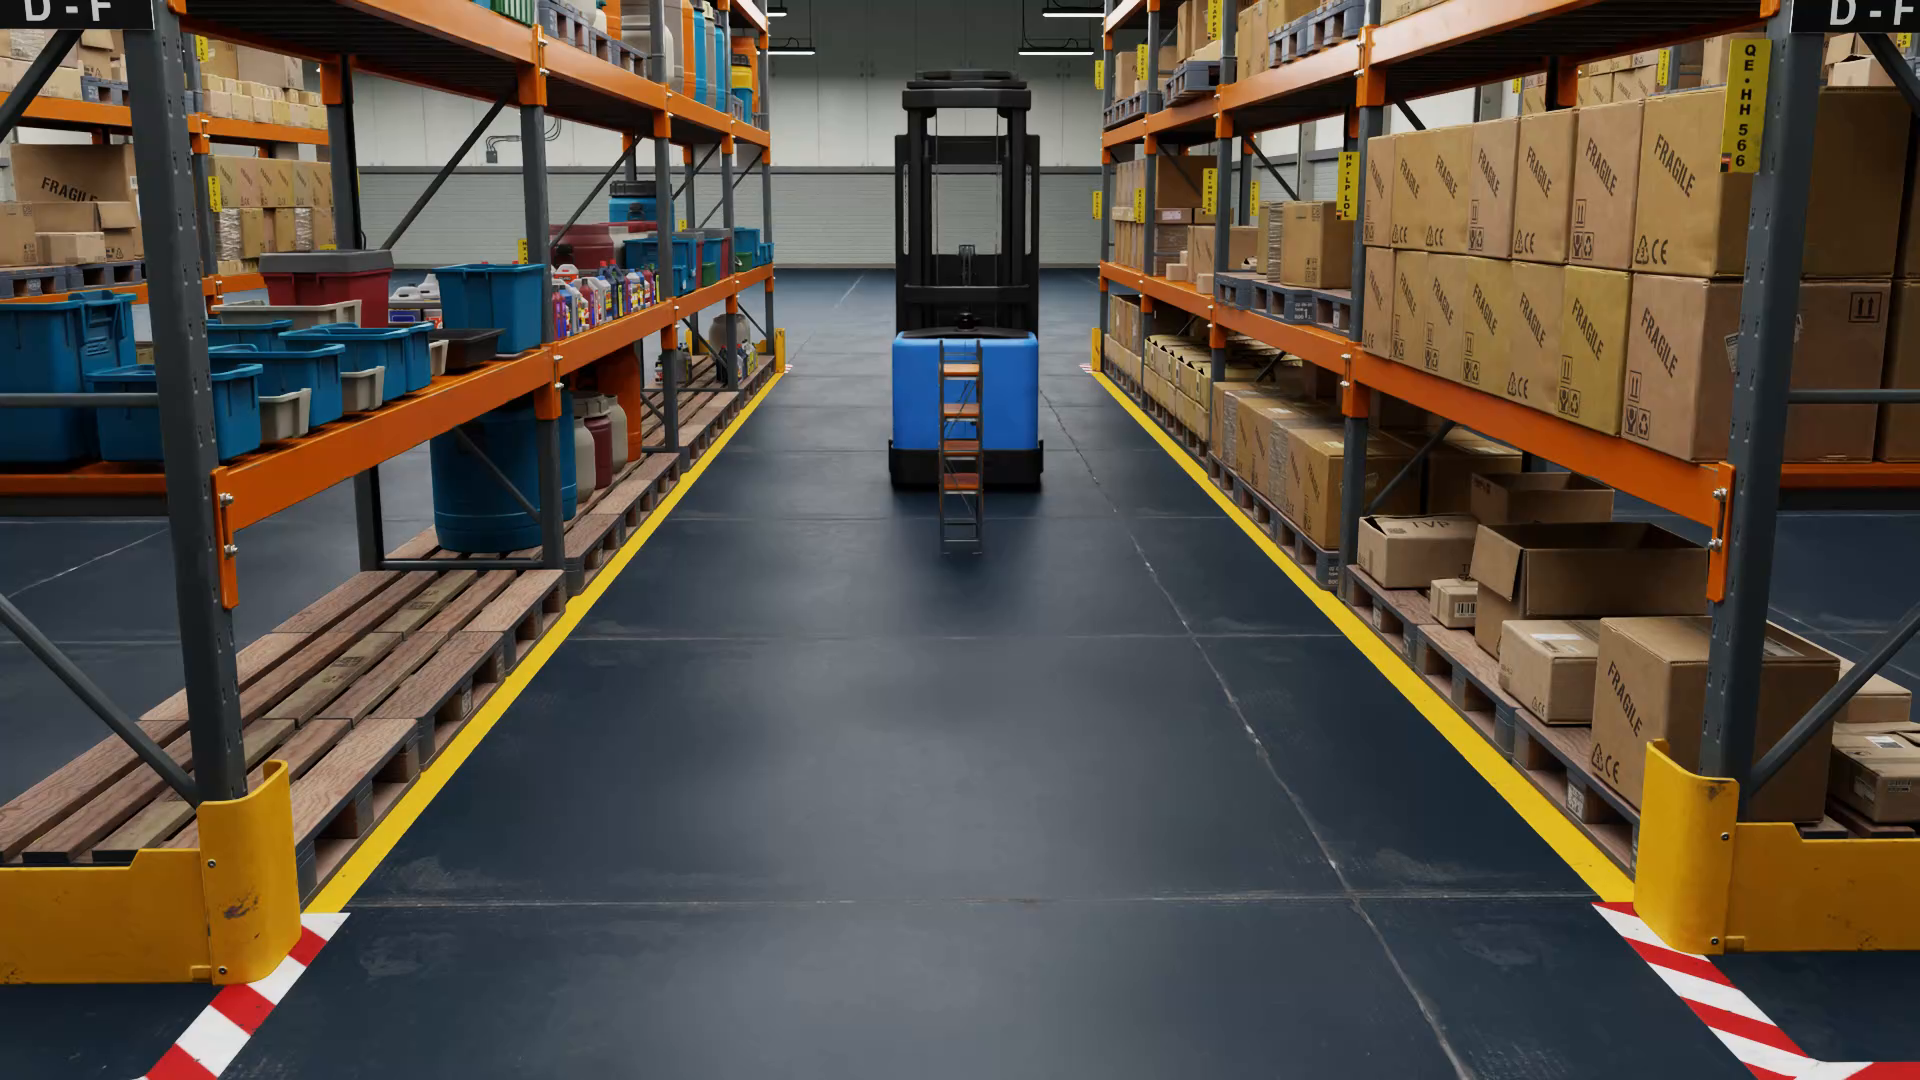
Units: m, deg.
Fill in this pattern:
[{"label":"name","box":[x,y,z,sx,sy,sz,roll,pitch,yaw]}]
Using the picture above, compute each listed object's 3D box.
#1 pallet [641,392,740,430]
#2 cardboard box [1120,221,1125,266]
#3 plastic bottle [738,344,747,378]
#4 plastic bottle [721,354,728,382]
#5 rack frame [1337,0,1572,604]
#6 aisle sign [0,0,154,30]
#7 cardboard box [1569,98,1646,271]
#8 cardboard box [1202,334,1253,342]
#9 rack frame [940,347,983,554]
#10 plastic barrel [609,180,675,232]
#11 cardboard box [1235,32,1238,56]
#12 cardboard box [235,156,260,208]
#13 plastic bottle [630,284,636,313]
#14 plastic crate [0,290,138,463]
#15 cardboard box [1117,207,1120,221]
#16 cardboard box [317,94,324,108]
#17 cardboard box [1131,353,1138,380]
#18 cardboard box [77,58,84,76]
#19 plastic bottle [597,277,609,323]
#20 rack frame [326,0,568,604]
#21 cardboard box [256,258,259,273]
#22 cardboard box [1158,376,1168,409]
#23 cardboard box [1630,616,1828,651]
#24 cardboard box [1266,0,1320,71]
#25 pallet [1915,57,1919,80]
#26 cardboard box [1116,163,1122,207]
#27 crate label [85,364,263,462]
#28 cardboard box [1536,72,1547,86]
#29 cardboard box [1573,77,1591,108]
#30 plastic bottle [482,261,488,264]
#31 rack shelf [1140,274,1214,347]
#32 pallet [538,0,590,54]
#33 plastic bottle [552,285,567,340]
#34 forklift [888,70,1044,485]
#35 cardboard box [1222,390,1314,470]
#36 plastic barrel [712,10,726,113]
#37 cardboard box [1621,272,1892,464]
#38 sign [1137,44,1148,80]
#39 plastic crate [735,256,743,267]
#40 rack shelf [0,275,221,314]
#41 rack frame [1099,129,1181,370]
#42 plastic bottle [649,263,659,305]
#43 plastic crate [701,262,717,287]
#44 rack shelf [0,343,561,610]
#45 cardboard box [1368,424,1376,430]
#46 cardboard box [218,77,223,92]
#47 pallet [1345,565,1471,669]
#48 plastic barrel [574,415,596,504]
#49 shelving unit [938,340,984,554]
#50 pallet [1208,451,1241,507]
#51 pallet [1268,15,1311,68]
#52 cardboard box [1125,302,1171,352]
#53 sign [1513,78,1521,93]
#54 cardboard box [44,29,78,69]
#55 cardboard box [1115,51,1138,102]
[{"label":"pallet","box":[-2.617,-1.209,15.487,1.003,0.211,1.213,0,11,-1]},{"label":"cardboard box","box":[2.210,-3.398,19.012,0.700,0.500,0.500,0,11,0]},{"label":"plastic bottle","box":[-2.278,-1.848,17.182,0.144,0.351,0.185,-1,11,-4]},{"label":"plastic bottle","box":[-2.381,-1.744,16.839,0.061,0.283,0.133,0,11,-1]},{"label":"rack frame","box":[2.446,-1.161,8.236,1.000,3.000,0.127,0,11,-1]},{"label":"aisle sign","box":[-2.126,-1.607,3.897,0.394,0.787,0.004,0,11,-1]},{"label":"cardboard box","box":[2.233,-1.092,5.133,0.500,0.500,0.500,0,11,0]},{"label":"cardboard box","box":[2.575,-1.805,15.860,0.500,0.311,0.500,0,11,-1]},{"label":"rack frame","box":[0.008,-0.507,9.539,0.240,1.200,0.015,0,11,-1]},{"label":"plastic barrel","box":[-2.967,-2.899,15.543,0.600,0.901,0.708,0,11,-1]},{"label":"cardboard box","box":[2.297,-3.648,12.274,0.500,0.250,0.500,-1,12,-5]},{"label":"cardboard box","box":[-7.391,-3.586,16.675,0.500,0.500,0.500,0,11,-1]},{"label":"plastic bottle","box":[-2.154,-1.575,10.779,0.097,0.201,0.097,0,11,0]},{"label":"plastic crate","box":[-2.618,-0.458,4.535,0.616,0.435,0.499,0,11,-1]},{"label":"cardboard box","box":[2.002,-3.732,19.028,0.380,0.149,0.250,0,11,-1]},{"label":"cardboard box","box":[-7.386,-4.938,18.685,0.380,0.149,0.250,-1,11,-4]},{"label":"cardboard box","box":[2.052,-1.800,17.246,0.500,0.250,0.500,0,11,-1]},{"label":"cardboard box","box":[-7.485,-3.900,13.726,0.380,0.166,0.250,-1,11,-3]},{"label":"plastic bottle","box":[-2.134,-1.425,9.862,0.097,0.271,0.097,0,11,0]},{"label":"rack frame","box":[-2.507,-1.141,8.139,1.000,3.000,0.127,0,11,-1]},{"label":"cardboard box","box":[-7.331,-2.831,17.100,0.380,0.149,0.250,0,11,-1]},{"label":"cardboard box","box":[2.064,-1.323,14.898,0.500,0.250,0.500,-1,11,-3]},{"label":"cardboard box","box":[2.780,0.458,6.065,0.500,0.250,0.500,0,11,-1]},{"label":"cardboard box","box":[2.427,-3.184,10.411,0.910,0.500,0.500,0,11,-1]},{"label":"pallet","box":[7.382,-3.227,11.350,1.213,0.211,1.003,0,11,1]},{"label":"cardboard box","box":[2.196,-4.128,19.345,0.700,0.500,0.500,0,11,-1]},{"label":"crate label","box":[-2.100,-0.344,4.479,0.416,0.233,0.303,0,11,-1]},{"label":"cardboard box","box":[6.875,-5.409,18.813,0.500,0.500,0.500,0,11,-2]},{"label":"cardboard box","box":[6.930,-4.712,17.895,0.500,0.500,0.500,0,11,2]},{"label":"plastic bottle","box":[-2.876,-1.517,10.118,0.144,0.351,0.185,0,11,-1]},{"label":"rack shelf","box":[2.322,-2.001,14.187,1.077,0.370,4.000,0,11,-1]},{"label":"pallet","box":[-2.621,-2.674,8.626,1.213,0.211,1.003,0,11,-1]},{"label":"plastic bottle","box":[-2.091,-1.185,8.650,0.061,0.283,0.133,0,11,-1]},{"label":"forklift","box":[0.058,-2.062,12.851,1.130,2.935,3.031,0,11,1]},{"label":"cardboard box","box":[2.103,-0.751,11.395,0.500,0.500,0.500,-1,11,-3]},{"label":"plastic barrel","box":[-2.445,-4.347,15.136,0.600,0.901,0.708,0,11,-1]},{"label":"cardboard box","box":[2.247,-0.502,4.740,0.500,0.500,0.500,0,11,1]},{"label":"sign","box":[1.725,-4.511,15.704,0.100,0.325,0.005,0,11,-1]},{"label":"plastic crate","box":[-2.556,-2.806,16.500,0.767,0.338,0.504,0,11,-1]},{"label":"rack shelf","box":[-7.583,-1.961,13.990,1.077,0.370,4.000,0,11,-1]},{"label":"rack frame","box":[2.198,-3.546,19.994,1.000,3.000,0.127,0,11,-1]},{"label":"plastic bottle","box":[-2.155,-1.800,11.683,0.061,0.283,0.133,0,11,-1]},{"label":"plastic crate","box":[-2.354,-2.282,14.298,0.450,0.188,0.662,0,11,-1]},{"label":"rack shelf","box":[-2.466,-0.391,6.251,1.077,0.370,4.000,0,11,-1]},{"label":"cardboard box","box":[2.654,-0.454,9.932,0.500,0.500,0.500,0,11,0]},{"label":"cardboard box","box":[-7.396,-4.421,16.139,0.380,0.149,0.250,-1,11,-4]},{"label":"pallet","box":[2.459,0.343,7.840,1.003,0.211,1.213,0,11,-1]},{"label":"plastic barrel","box":[-2.438,-0.489,10.127,0.421,0.512,0.421,0,11,0]},{"label":"shelving unit","box":[0.003,-0.555,9.778,0.258,1.200,0.503,0,11,-1]},{"label":"pallet","box":[2.341,-0.441,11.700,1.003,0.211,1.213,0,11,-1]},{"label":"pallet","box":[2.478,-2.875,9.613,1.213,0.211,1.003,0,11,-1]},{"label":"cardboard box","box":[2.039,-2.267,17.662,0.500,0.500,0.500,0,11,-1]},{"label":"sign","box":[6.608,-5.463,19.702,0.100,0.325,0.005,0,11,-1]},{"label":"cardboard box","box":[-7.318,-3.975,13.056,0.500,0.500,0.500,-1,11,-3]},{"label":"cardboard box","box":[1.959,-5.008,17.997,0.500,0.500,0.500,0,11,-1]}]
